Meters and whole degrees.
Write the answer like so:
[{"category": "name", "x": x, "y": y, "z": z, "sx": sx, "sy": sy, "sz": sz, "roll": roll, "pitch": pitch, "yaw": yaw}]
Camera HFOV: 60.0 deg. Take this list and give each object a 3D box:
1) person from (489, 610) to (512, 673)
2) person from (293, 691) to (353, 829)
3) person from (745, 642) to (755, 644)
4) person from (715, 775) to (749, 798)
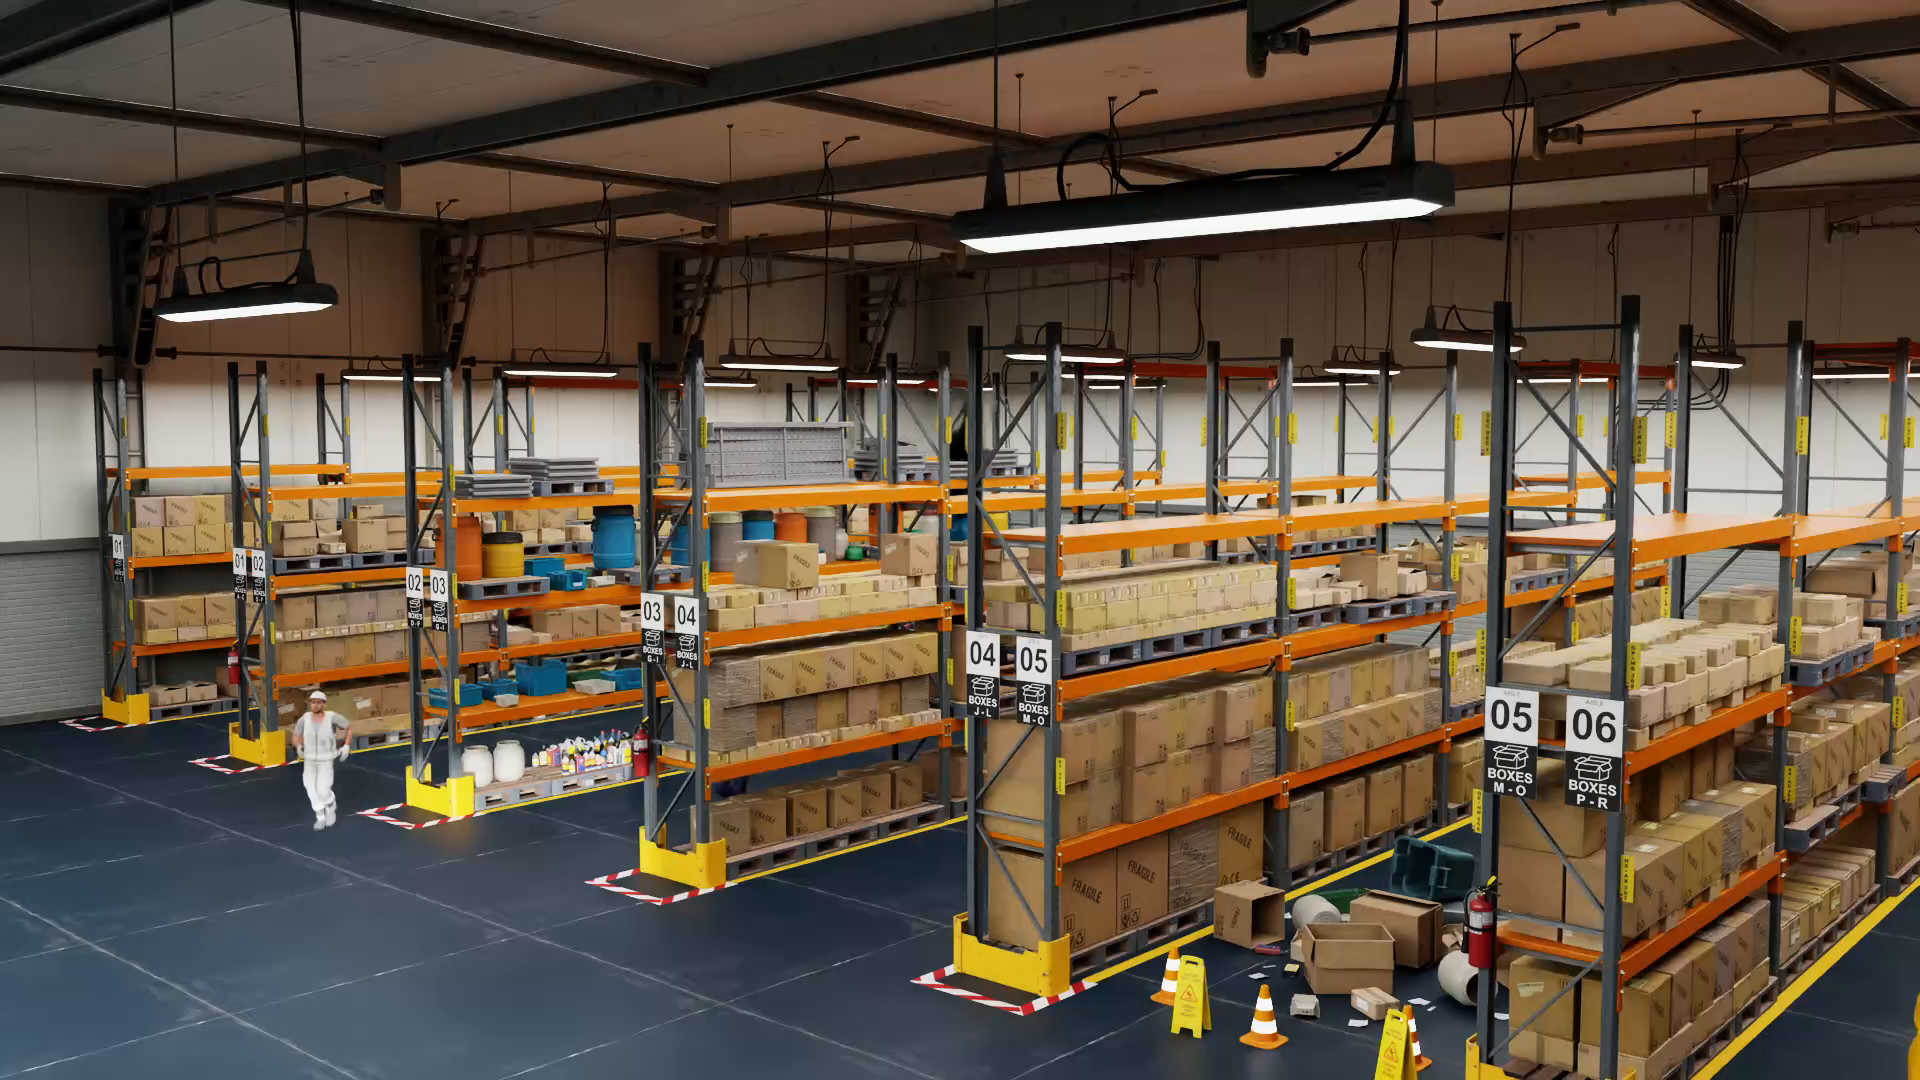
[{"category": "person", "x": -8.329, "y": 2.100, "z": 29.872, "sx": 0.690, "sy": 1.727, "sz": 0.656, "roll": 4, "pitch": 6, "yaw": 42}, {"category": "person", "x": -7.990, "y": 2.762, "z": 20.773, "sx": 0.692, "sy": 1.757, "sz": 0.622, "roll": 0, "pitch": 4, "yaw": -4}, {"category": "person", "x": -3.412, "y": 2.240, "z": 27.844, "sx": 0.684, "sy": 1.740, "sz": 0.778, "roll": 4, "pitch": 6, "yaw": 42}, {"category": "person", "x": -2.975, "y": 2.876, "z": 21.214, "sx": 0.633, "sy": 1.476, "sz": 0.788, "roll": 2, "pitch": 5, "yaw": 22}]
